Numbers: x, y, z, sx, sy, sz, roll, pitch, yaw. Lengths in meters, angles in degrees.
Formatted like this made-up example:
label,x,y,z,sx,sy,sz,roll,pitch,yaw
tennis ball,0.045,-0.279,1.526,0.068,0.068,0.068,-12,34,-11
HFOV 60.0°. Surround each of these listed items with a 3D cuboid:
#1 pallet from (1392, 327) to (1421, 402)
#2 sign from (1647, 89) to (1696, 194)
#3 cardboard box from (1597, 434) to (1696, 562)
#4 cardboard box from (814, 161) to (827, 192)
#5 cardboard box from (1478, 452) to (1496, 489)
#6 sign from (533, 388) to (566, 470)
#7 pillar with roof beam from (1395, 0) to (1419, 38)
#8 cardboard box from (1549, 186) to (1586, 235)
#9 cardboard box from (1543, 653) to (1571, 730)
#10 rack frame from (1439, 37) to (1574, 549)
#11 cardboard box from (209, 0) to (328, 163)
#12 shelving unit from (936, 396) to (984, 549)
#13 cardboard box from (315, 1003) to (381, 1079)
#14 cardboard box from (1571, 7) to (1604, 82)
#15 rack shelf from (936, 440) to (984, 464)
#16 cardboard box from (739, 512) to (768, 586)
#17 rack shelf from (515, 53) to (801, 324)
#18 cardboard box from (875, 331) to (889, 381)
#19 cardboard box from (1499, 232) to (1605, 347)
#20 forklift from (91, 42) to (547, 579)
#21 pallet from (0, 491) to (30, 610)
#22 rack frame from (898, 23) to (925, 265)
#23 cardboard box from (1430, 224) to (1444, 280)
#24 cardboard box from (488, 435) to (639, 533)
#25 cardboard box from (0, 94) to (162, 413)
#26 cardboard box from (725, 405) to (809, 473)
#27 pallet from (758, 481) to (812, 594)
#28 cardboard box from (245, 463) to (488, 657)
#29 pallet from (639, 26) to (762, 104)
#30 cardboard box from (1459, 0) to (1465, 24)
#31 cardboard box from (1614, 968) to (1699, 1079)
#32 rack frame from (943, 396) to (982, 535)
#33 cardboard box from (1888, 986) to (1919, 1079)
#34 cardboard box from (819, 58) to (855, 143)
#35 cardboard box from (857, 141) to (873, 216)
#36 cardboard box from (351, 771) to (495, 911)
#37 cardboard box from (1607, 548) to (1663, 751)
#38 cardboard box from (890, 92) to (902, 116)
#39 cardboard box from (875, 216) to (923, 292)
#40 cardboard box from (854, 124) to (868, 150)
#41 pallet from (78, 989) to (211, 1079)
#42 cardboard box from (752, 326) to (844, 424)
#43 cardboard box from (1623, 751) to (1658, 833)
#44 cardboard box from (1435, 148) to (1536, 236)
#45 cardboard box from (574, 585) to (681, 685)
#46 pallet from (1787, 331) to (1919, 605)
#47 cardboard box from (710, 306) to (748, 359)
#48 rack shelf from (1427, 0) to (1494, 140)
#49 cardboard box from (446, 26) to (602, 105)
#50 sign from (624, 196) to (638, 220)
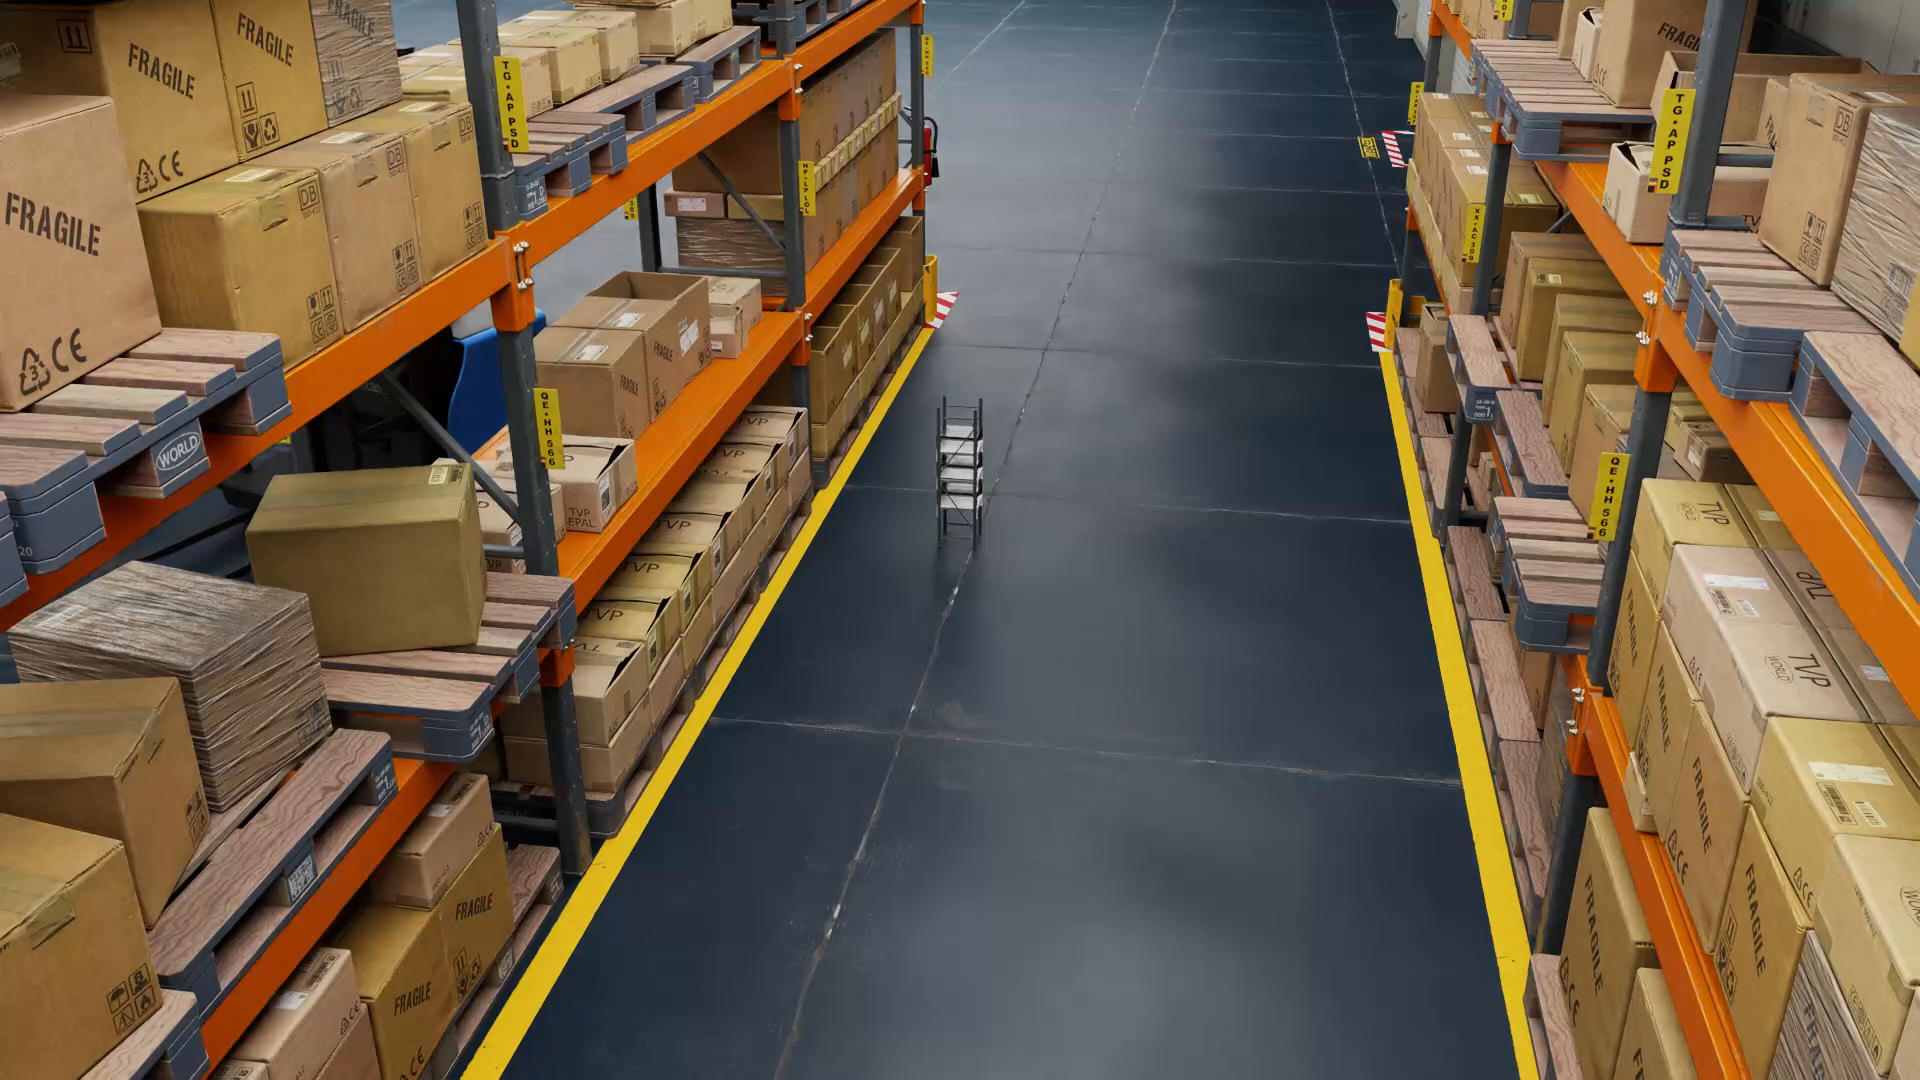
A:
label,x,y,z,sx,sy,sz,roll,pitch,yaw
pallet,3.910,-1.339,12.862,1.003,0.211,1.213,4,25,9
sign,2.247,-1.256,5.248,0.100,0.325,0.005,4,25,9
cardboard box,2.849,-0.067,6.218,0.700,0.500,0.500,1,25,2
cardboard box,-1.094,-2.401,10.958,0.380,0.149,0.250,4,25,8
cardboard box,3.494,-0.440,10.475,0.380,0.166,0.250,1,25,2
sign,-1.568,-0.422,6.341,0.100,0.325,0.005,4,25,9
pillar with roof beam,3.524,-13.162,27.755,9.100,9.000,0.400,4,25,9
cardboard box,3.719,-1.761,9.743,0.500,0.500,0.500,3,25,7
cardboard box,3.048,0.795,7.442,0.700,0.500,0.500,4,25,8
rack frame,3.436,-1.298,9.485,1.000,3.000,0.127,4,25,9
cardboard box,-2.266,-1.428,4.928,0.500,0.500,0.500,4,25,9
shelving unit,-0.001,-0.404,10.052,0.258,0.900,0.210,4,25,9
cardboard box,-2.191,1.810,5.275,0.500,0.500,0.500,3,25,7
cardboard box,3.167,-2.326,7.752,0.500,0.311,0.500,5,26,10
rack shelf,-0.001,-0.537,9.990,0.258,0.077,0.200,4,25,9
cardboard box,-1.401,0.034,9.387,0.500,0.250,0.500,5,25,10
rack shelf,-1.778,-1.836,7.945,1.077,0.370,4.000,4,25,9
cardboard box,-0.827,-1.385,12.418,0.500,0.250,0.500,4,25,9
cardboard box,3.319,-1.332,8.921,0.700,0.500,0.500,4,25,9
forklift,-3.861,-1.428,9.843,1.130,2.935,3.031,13,28,25
pallet,-2.583,0.165,3.043,1.213,0.211,1.003,4,25,9
rack frame,-0.798,-3.313,13.789,1.000,3.000,0.127,4,25,9
cardboard box,3.371,-1.878,10.877,0.500,0.250,0.500,4,25,8
cardboard box,-1.768,-0.287,7.431,0.500,0.311,0.500,4,25,8
cardboard box,-2.389,-0.697,3.931,0.600,0.600,0.600,3,25,6
cardboard box,-1.235,-0.650,10.186,0.500,0.311,0.500,4,25,9
pallet,-1.533,-0.066,10.142,1.003,0.211,1.213,4,25,9
cardboard box,-2.097,0.069,5.952,0.700,0.500,0.500,-4,25,-9
pallet,-1.583,-2.542,8.830,0.805,0.209,1.217,3,25,6
cardboard box,3.518,-3.596,10.715,0.500,0.500,0.500,6,26,12
cardboard box,2.383,1.823,4.859,0.750,0.750,0.750,4,25,8
rack frame,0.015,-0.447,10.143,0.240,0.900,0.006,4,25,9
cardboard box,2.046,1.093,3.000,0.500,0.250,0.500,5,25,10
cardboard box,-1.139,-3.088,11.662,0.700,0.500,0.500,4,25,9
cardboard box,-1.055,-2.737,12.440,0.700,0.500,0.500,4,25,9
cardboard box,-2.032,1.058,5.997,0.500,0.250,0.500,5,26,11
cardboard box,2.451,0.371,5.427,0.500,0.500,0.500,5,26,10
cardboard box,-0.672,-3.479,13.261,0.380,0.149,0.250,4,25,8
cardboard box,-0.592,-2.352,13.601,0.500,0.500,0.500,4,25,9
cardboard box,-0.882,-2.937,12.104,0.380,0.149,0.250,5,25,10
pallet,-2.521,1.466,3.806,1.003,0.211,1.213,4,25,9
cardboard box,-1.067,-1.097,10.918,0.500,0.500,0.500,4,25,9
cardboard box,2.323,0.811,5.252,0.380,0.149,0.250,5,26,10
cardboard box,3.377,-2.217,10.717,0.500,0.500,0.500,3,25,7
cardboard box,-1.652,0.415,7.911,0.500,0.311,0.500,3,25,7
pallet,2.550,-0.157,3.733,1.003,0.211,1.213,5,26,11
cardboard box,-1.414,-1.199,9.431,0.396,0.266,0.258,3,25,7
rack shelf,3.763,-3.167,10.789,1.077,0.370,4.000,4,25,9
cardboard box,-1.914,-2.100,7.342,0.500,0.250,0.500,4,25,7
sign,-1.999,-2.106,10.096,0.100,0.325,0.005,4,25,9
